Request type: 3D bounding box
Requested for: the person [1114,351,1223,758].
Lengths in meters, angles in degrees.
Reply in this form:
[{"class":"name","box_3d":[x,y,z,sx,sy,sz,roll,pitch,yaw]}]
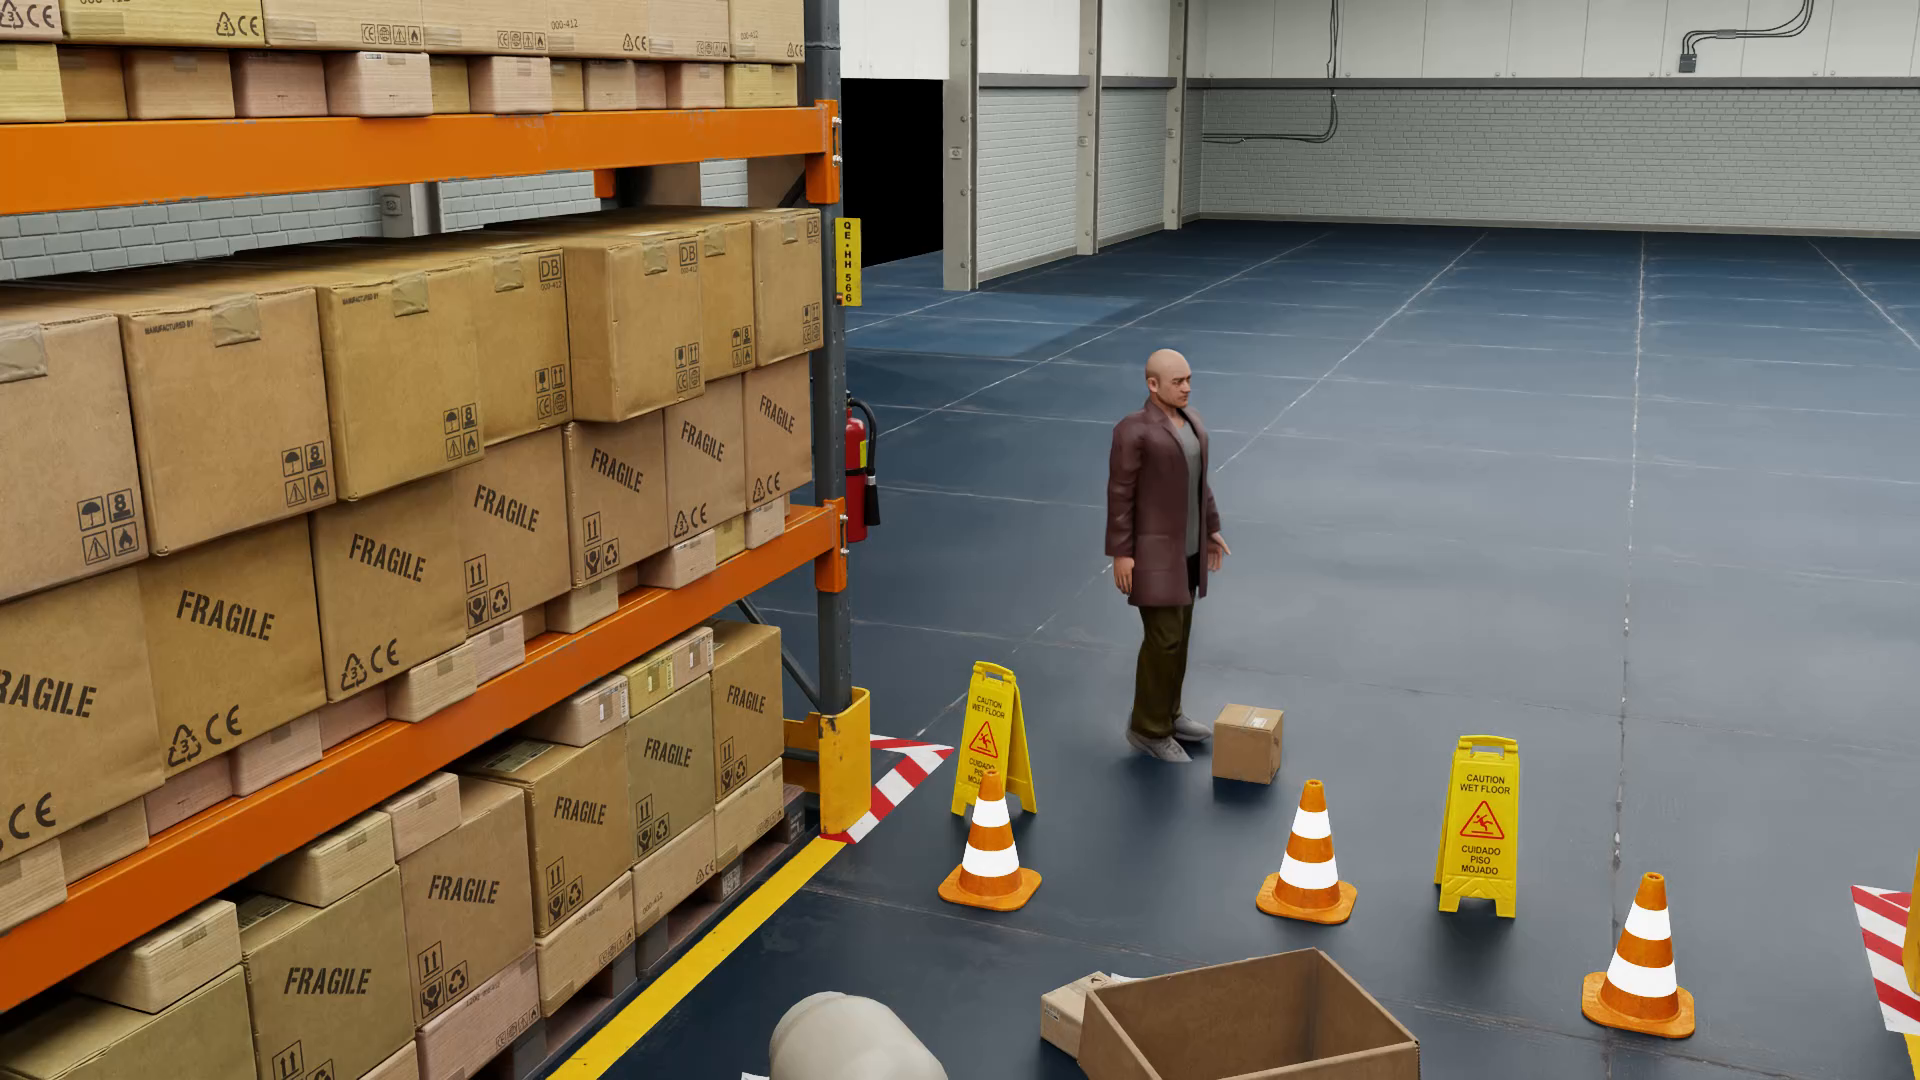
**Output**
[{"class":"person","box_3d":[0.946,0.054,7.349,0.565,1.774,0.420,-13,20,-40]}]
